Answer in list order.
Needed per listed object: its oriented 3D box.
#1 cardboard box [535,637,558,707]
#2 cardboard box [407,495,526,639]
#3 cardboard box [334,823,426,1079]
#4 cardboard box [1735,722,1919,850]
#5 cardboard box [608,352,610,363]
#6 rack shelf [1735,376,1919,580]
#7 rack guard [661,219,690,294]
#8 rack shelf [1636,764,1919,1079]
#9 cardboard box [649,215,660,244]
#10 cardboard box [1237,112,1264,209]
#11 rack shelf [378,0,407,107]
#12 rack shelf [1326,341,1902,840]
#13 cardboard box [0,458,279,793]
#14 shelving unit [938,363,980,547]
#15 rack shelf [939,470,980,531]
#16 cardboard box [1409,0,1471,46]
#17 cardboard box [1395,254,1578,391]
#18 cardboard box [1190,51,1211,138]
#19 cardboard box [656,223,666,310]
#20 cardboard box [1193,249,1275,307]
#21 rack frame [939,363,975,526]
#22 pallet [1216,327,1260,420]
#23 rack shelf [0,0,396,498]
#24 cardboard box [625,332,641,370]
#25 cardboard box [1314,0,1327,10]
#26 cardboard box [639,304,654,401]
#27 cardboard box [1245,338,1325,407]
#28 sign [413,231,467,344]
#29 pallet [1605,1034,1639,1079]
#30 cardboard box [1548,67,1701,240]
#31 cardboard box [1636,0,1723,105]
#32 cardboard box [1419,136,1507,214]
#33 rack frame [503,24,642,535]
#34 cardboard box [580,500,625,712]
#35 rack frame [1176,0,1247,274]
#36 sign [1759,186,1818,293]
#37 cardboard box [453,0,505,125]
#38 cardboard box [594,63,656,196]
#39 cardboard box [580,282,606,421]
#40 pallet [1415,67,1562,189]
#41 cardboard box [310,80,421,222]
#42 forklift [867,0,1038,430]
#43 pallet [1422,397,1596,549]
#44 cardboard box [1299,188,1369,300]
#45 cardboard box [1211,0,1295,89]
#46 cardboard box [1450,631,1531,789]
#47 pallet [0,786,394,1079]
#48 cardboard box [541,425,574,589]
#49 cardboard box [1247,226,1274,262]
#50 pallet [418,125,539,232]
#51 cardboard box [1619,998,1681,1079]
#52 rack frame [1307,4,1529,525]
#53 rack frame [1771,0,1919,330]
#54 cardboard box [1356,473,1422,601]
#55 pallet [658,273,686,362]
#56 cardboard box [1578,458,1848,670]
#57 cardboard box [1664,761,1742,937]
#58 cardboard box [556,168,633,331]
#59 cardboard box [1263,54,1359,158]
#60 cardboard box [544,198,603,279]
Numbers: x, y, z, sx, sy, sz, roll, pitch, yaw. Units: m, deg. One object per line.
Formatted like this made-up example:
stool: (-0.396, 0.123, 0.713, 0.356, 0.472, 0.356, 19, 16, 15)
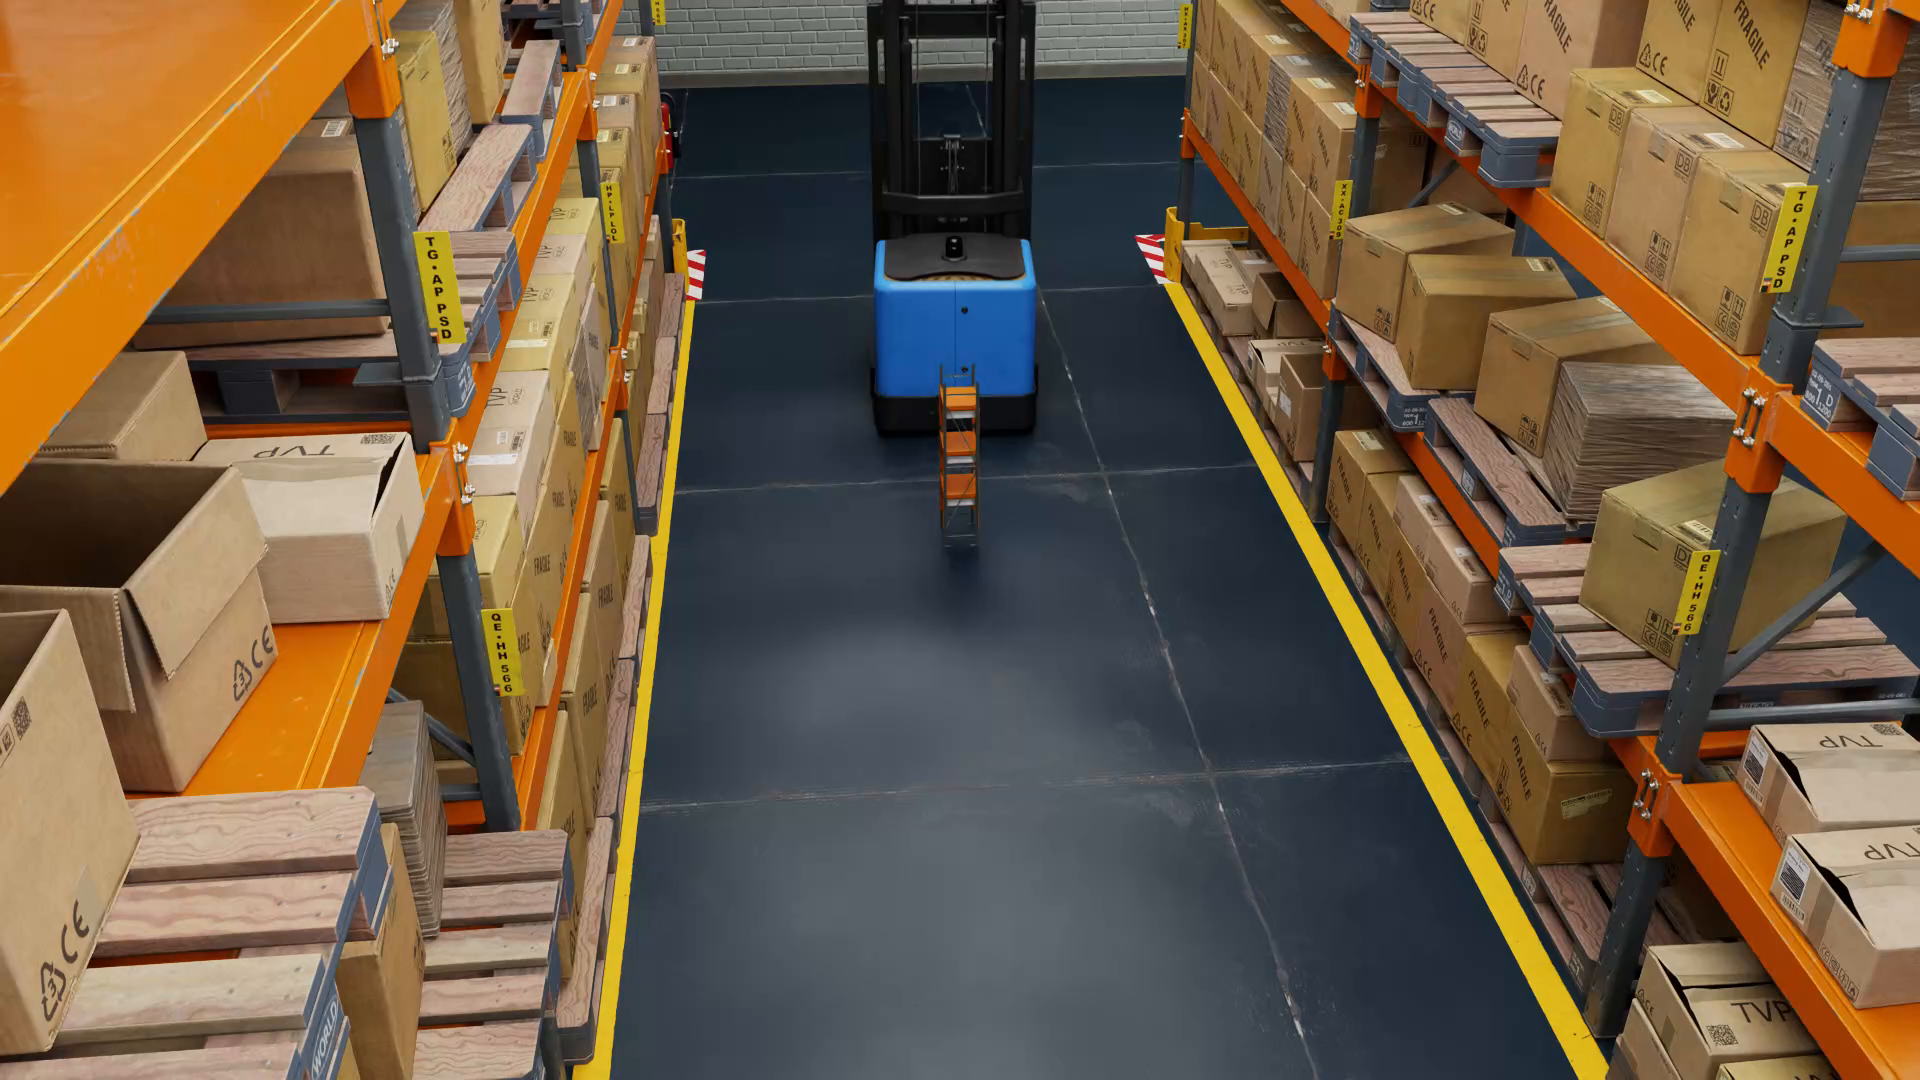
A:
cardboard box: (-1.720, 0.498, 6.216, 0.380, 0.149, 0.250, -2, 31, -3)
cardboard box: (-1.753, 0.087, 5.541, 0.500, 0.250, 0.500, -2, 31, -3)
cardboard box: (-1.832, 1.139, 4.392, 0.700, 0.500, 0.500, -6, 31, -9)
cardboard box: (2.957, 0.834, 5.516, 0.500, 0.311, 0.500, -1, 31, -1)
cardboard box: (-2.025, -0.937, 8.619, 0.380, 0.149, 0.250, -2, 31, -4)
rack shelf: (3.154, 0.650, 3.513, 1.077, 0.370, 4.000, -3, 31, -5)
rack guard: (-2.715, -2.177, 12.907, 1.175, 0.500, 0.348, -3, 31, -5)
rack shelf: (3.154, 1.938, 4.282, 1.077, 0.370, 4.000, -3, 31, -5)
cardboard box: (-2.354, -2.214, 11.927, 0.380, 0.149, 0.250, -3, 31, -5)
cardboard box: (2.141, -2.506, 10.922, 0.500, 0.500, 0.500, -2, 31, -4)
rack shelf: (-2.152, -2.269, 5.865, 1.077, 0.370, 4.000, -3, 31, -5)
rack shelf: (2.780, -0.105, 7.702, 1.077, 0.370, 4.000, -3, 31, -5)
cardboard box: (-1.936, 0.173, 3.491, 0.797, 0.503, 0.637, 1, 31, 2)
shelving unit: (-0.005, -0.478, 9.527, 0.215, 1.050, 0.252, -3, 31, -5)
rack shelf: (-0.005, -0.230, 9.674, 0.215, 0.259, 0.240, -3, 31, -5)
cardboard box: (2.567, -2.728, 7.862, 0.600, 0.600, 0.600, -6, 31, -9)
cardboard box: (2.542, -1.057, 8.088, 0.700, 0.500, 0.500, 2, 31, 3)
cardboard box: (1.998, -3.281, 12.219, 0.500, 0.500, 0.500, -2, 31, -4)
cardboard box: (-2.547, -1.992, 12.188, 0.700, 0.500, 0.500, -3, 31, -5)
cardboard box: (2.034, -1.939, 12.323, 0.500, 0.250, 0.500, -3, 31, -5)
rack frame: (-0.016, -0.540, 9.631, 0.200, 1.050, 0.008, -3, 31, -5)
pallet: (2.413, -1.212, 11.574, 1.003, 0.211, 1.213, -3, 31, -5)
rack shelf: (-1.778, -0.227, 2.446, 1.077, 0.370, 4.000, -3, 31, -5)
cardboard box: (-2.157, -1.151, 10.148, 0.380, 0.149, 0.250, -2, 31, -3)
cardboard box: (2.247, -3.149, 9.318, 0.500, 0.250, 0.500, -3, 31, -5)
cardboard box: (-2.396, -1.208, 10.875, 0.700, 0.500, 0.500, -2, 31, -3)
cardboard box: (2.187, -1.129, 10.909, 0.500, 0.311, 0.500, -3, 31, -5)
sign: (-1.424, -0.688, 4.547, 0.100, 0.325, 0.005, -3, 31, -5)
pallet: (3.005, 2.227, 5.816, 1.003, 0.211, 1.213, -3, 31, -5)
cardboard box: (2.796, -1.470, 6.263, 0.910, 0.500, 0.500, -3, 31, -5)
cardboard box: (2.837, -1.896, 6.002, 0.500, 0.500, 0.500, -3, 31, -5)
cardboard box: (2.829, -2.161, 9.370, 0.500, 0.500, 0.500, -2, 31, -3)
rack frame: (-2.339, -1.195, 8.826, 1.000, 3.000, 0.127, -3, 31, -5)
cardboard box: (-2.062, 0.327, 7.965, 0.750, 0.750, 0.750, -2, 31, -3)
rack frame: (2.219, -3.477, 12.646, 1.000, 3.000, 0.127, -3, 31, -5)
sign: (2.426, -0.877, 4.864, 0.100, 0.325, 0.005, -3, 31, -5)
cardboard box: (-2.249, -1.979, 6.687, 0.700, 0.500, 0.500, -3, 31, -6)
cardboard box: (-2.576, -2.735, 11.112, 0.980, 0.700, 0.700, -3, 31, -5)
cardboard box: (-1.987, -0.891, 7.909, 0.500, 0.500, 0.500, -3, 31, -4)
pallet: (2.684, -1.776, 7.056, 1.213, 0.211, 1.003, -3, 31, -5)
cardboard box: (-2.169, -1.185, 5.358, 0.700, 0.500, 0.500, -4, 31, -7)
forklift: (-0.062, -2.689, 11.394, 1.130, 2.935, 3.031, -1, 31, -1)
pallet: (2.780, -0.303, 7.519, 1.003, 0.211, 1.213, -3, 31, -5)
cardboard box: (2.291, -1.720, 9.608, 0.500, 0.500, 0.500, -2, 31, -4)
cardboard box: (2.055, -3.443, 11.517, 0.500, 0.500, 0.500, -2, 31, -4)
cardboard box: (2.598, 0.761, 7.559, 0.500, 0.500, 0.500, -4, 31, -6)
pallet: (-1.643, 0.832, 2.689, 1.213, 0.211, 1.003, -3, 31, -5)
cardboard box: (-1.840, -0.114, 6.608, 0.500, 0.500, 0.500, -3, 31, -5)
cardboard box: (2.515, -2.327, 12.729, 0.500, 0.500, 0.500, -3, 31, -5)
pallet: (-2.185, -1.257, 6.188, 1.003, 0.211, 1.213, -1, 31, -2)
cardboard box: (2.723, 1.889, 5.934, 0.500, 0.250, 0.500, -3, 31, -5)
rack frame: (2.593, -1.435, 9.227, 1.000, 3.000, 0.127, -3, 31, -5)
rack frame: (2.967, -1.968, 4.269, 1.000, 3.000, 0.127, -3, 31, -5)
cardboard box: (2.457, -0.020, 8.867, 0.500, 0.500, 0.500, -2, 31, -4)
pallet: (-2.560, -1.636, 12.283, 1.003, 0.211, 1.213, -3, 31, -5)
cardboard box: (2.796, 0.068, 6.203, 0.700, 0.500, 0.500, -13, 33, -21)
cardboard box: (3.209, 1.246, 6.748, 0.500, 0.500, 0.500, -1, 31, -2)
cardboard box: (-2.373, -1.602, 9.214, 0.980, 0.700, 0.700, -2, 31, -4)
cardboard box: (2.191, -2.671, 10.224, 0.500, 0.500, 0.500, -3, 31, -4)
cardboard box: (-2.040, -1.470, 8.148, 0.500, 0.250, 0.500, -2, 31, -3)
